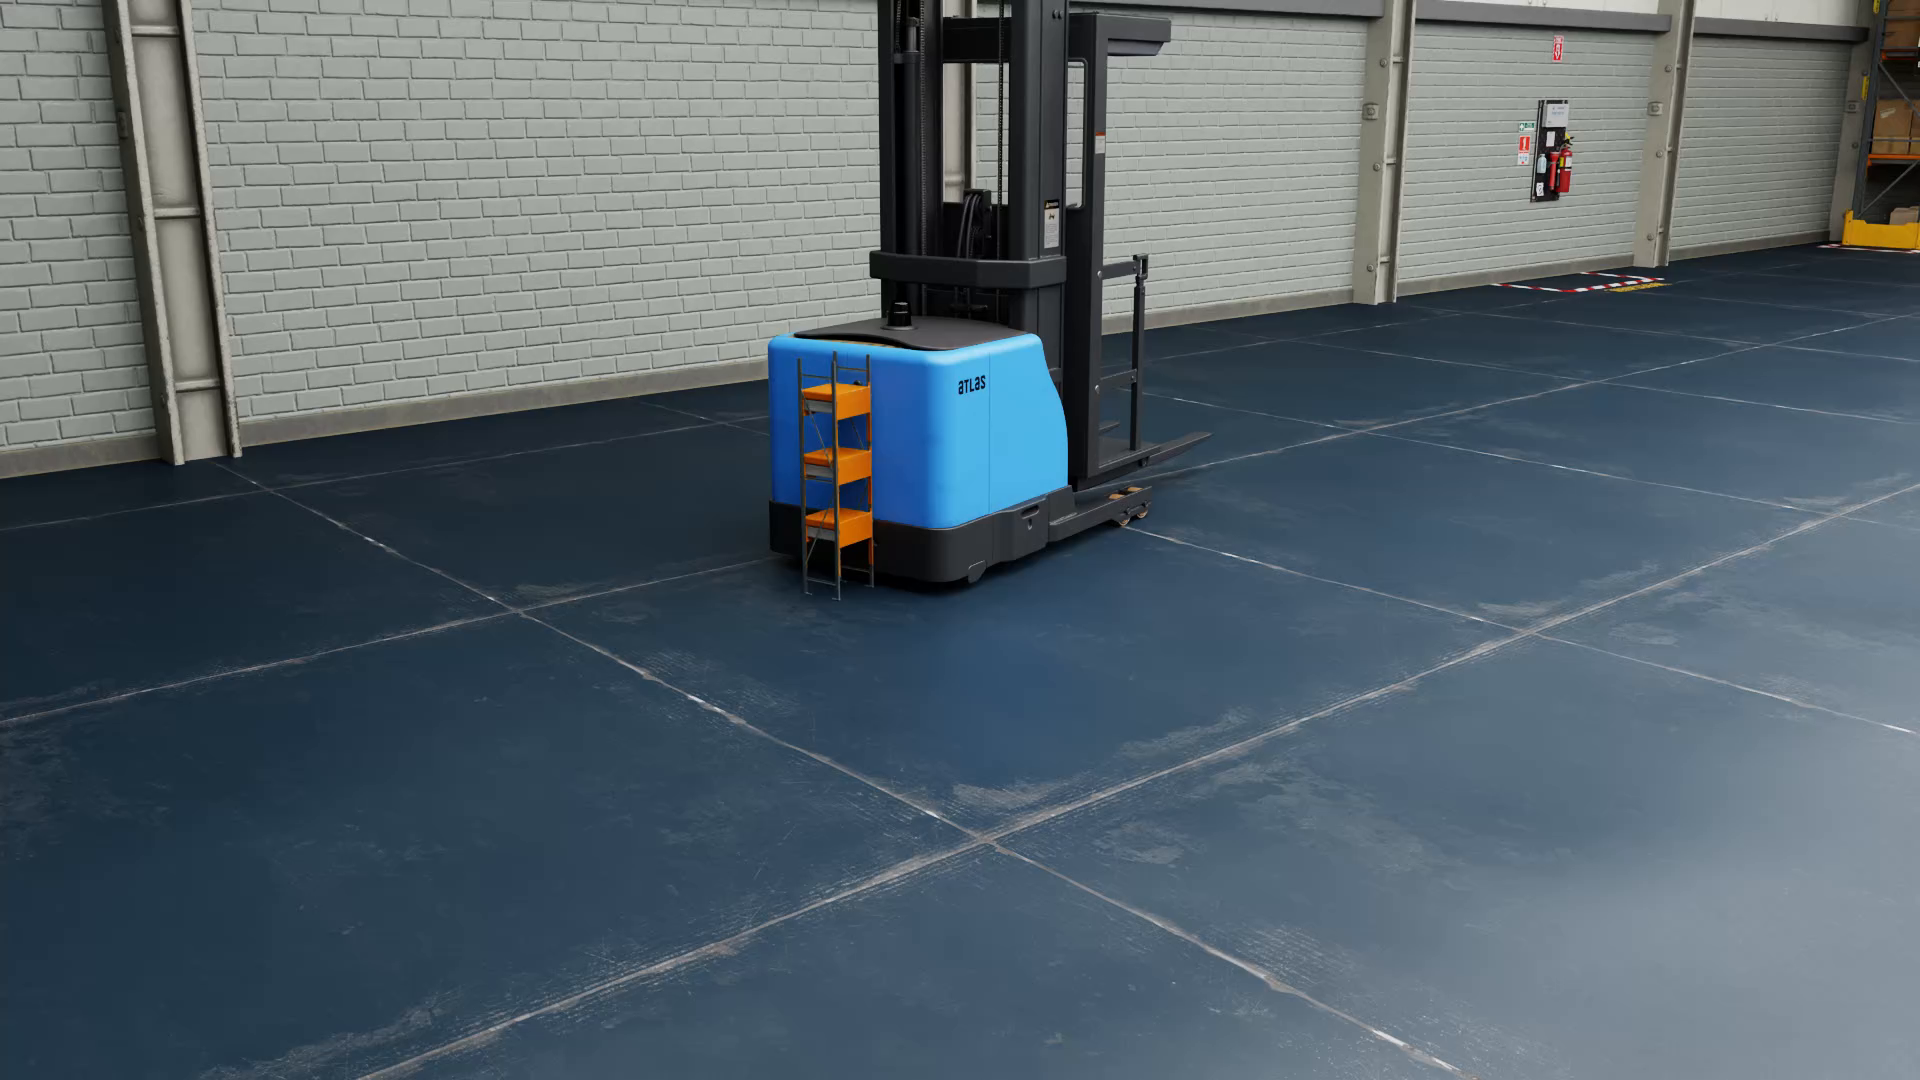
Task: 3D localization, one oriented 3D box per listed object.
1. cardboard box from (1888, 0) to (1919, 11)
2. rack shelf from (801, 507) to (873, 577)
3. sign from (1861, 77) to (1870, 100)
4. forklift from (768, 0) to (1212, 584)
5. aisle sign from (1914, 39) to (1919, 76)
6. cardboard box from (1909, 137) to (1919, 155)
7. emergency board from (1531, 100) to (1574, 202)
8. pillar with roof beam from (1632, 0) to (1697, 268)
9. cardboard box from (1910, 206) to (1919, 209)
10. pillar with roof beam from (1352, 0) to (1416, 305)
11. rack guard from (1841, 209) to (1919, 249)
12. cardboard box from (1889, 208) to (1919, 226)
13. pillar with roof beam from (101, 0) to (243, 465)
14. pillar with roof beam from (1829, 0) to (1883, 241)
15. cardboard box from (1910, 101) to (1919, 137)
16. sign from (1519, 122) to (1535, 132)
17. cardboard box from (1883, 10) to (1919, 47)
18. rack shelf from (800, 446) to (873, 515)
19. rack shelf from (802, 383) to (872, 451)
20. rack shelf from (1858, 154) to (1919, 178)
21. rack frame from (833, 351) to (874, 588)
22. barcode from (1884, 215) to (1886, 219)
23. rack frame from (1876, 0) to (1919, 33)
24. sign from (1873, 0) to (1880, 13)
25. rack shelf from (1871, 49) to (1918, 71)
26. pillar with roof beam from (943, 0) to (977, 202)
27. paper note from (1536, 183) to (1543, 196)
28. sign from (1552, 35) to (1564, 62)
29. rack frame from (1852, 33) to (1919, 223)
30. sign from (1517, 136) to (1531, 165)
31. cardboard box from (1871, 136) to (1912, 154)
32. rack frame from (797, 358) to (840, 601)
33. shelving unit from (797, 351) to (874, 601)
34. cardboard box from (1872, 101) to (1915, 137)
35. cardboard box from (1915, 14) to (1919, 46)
[{"bbox_3d":[13.662,-7.851,23.848,0.500,0.500,0.500,-12,19,-37],"label":"cardboard box"},{"bbox_3d":[-0.540,-0.003,7.344,0.215,0.259,0.240,10,18,33],"label":"rack shelf"},{"bbox_3d":[13.159,-6.561,24.143,0.005,0.325,0.100,-13,19,-39],"label":"sign"},{"bbox_3d":[0.350,-1.549,8.370,1.130,2.935,3.031,10,18,33],"label":"forklift"},{"bbox_3d":[13.651,-6.922,23.316,0.004,0.787,0.394,-13,19,-39],"label":"aisle sign"},{"bbox_3d":[14.085,-5.695,24.010,0.500,0.250,0.500,-13,20,-41],"label":"cardboard box"},{"bbox_3d":[7.053,-4.596,19.645,0.643,1.169,0.194,-13,19,-39],"label":"emergency board"},{"bbox_3d":[11.768,-7.068,17.273,0.400,9.000,9.100,-13,19,-39],"label":"pillar with roof beam"},{"bbox_3d":[14.519,-4.847,24.941,0.500,0.311,0.500,-11,18,-35],"label":"cardboard box"},{"bbox_3d":[7.242,-6.052,13.468,0.400,9.000,9.100,-13,19,-39],"label":"pillar with roof beam"},{"bbox_3d":[13.566,-4.542,24.286,0.348,0.500,1.175,-13,19,-39],"label":"rack guard"},{"bbox_3d":[14.089,-4.750,24.579,0.500,0.311,0.500,13,20,41],"label":"cardboard box"},{"bbox_3d":[-1.811,-4.019,5.857,0.400,9.000,9.100,-13,19,-39],"label":"pillar with roof beam"},{"bbox_3d":[16.295,-8.084,21.078,0.400,9.000,9.100,-13,19,-39],"label":"pillar with roof beam"},{"bbox_3d":[14.066,-6.059,23.919,0.500,0.500,0.500,-13,19,-39],"label":"cardboard box"},{"bbox_3d":[6.578,-4.795,19.293,0.331,0.109,0.001,-13,19,-39],"label":"sign"},{"bbox_3d":[13.657,-7.364,23.962,0.500,0.500,0.500,-11,18,-35],"label":"cardboard box"},{"bbox_3d":[-0.540,-0.271,7.273,0.215,0.259,0.240,10,18,33],"label":"rack shelf"},{"bbox_3d":[-0.540,-0.546,7.199,0.215,0.259,0.240,10,18,33],"label":"rack shelf"},{"bbox_3d":[15.017,-5.728,25.277,4.000,0.370,1.077,-13,19,-39],"label":"rack shelf"},{"bbox_3d":[-0.472,-0.308,7.367,0.200,1.050,0.008,10,18,33],"label":"rack frame"},{"bbox_3d":[13.840,-4.836,24.881,0.075,0.075,0.001,-13,19,-39],"label":"barcode"},{"bbox_3d":[13.508,-8.635,23.141,0.127,3.000,1.000,-13,19,-39],"label":"rack frame"},{"bbox_3d":[13.159,-7.725,23.831,0.005,0.325,0.100,-13,19,-39],"label":"sign"},{"bbox_3d":[15.017,-7.178,24.890,4.000,0.370,1.077,-13,19,-39],"label":"rack shelf"},{"bbox_3d":[2.716,-5.035,9.663,0.400,9.000,9.100,-13,19,-39],"label":"pillar with roof beam"},{"bbox_3d":[6.874,-4.154,19.697,0.142,0.148,0.016,-13,19,-39],"label":"paper note"},{"bbox_3d":[6.982,-5.734,19.414,0.199,0.298,0.001,-13,19,-39],"label":"sign"},{"bbox_3d":[13.508,-5.737,23.916,0.127,3.000,1.000,-13,19,-39],"label":"rack frame"},{"bbox_3d":[6.568,-4.540,19.365,0.234,0.329,0.001,-13,19,-39],"label":"sign"},{"bbox_3d":[13.734,-5.791,24.370,0.500,0.250,0.500,-12,19,-39],"label":"cardboard box"},{"bbox_3d":[-0.608,-0.256,7.172,0.200,1.050,0.008,10,18,33],"label":"rack frame"},{"bbox_3d":[-0.540,-0.282,7.270,0.215,1.050,0.252,10,18,33],"label":"shelving unit"},{"bbox_3d":[13.724,-6.158,24.289,0.500,0.500,0.500,-13,20,-40],"label":"cardboard box"},{"bbox_3d":[13.925,-7.252,23.543,0.500,0.500,0.500,-12,19,-38],"label":"cardboard box"}]
